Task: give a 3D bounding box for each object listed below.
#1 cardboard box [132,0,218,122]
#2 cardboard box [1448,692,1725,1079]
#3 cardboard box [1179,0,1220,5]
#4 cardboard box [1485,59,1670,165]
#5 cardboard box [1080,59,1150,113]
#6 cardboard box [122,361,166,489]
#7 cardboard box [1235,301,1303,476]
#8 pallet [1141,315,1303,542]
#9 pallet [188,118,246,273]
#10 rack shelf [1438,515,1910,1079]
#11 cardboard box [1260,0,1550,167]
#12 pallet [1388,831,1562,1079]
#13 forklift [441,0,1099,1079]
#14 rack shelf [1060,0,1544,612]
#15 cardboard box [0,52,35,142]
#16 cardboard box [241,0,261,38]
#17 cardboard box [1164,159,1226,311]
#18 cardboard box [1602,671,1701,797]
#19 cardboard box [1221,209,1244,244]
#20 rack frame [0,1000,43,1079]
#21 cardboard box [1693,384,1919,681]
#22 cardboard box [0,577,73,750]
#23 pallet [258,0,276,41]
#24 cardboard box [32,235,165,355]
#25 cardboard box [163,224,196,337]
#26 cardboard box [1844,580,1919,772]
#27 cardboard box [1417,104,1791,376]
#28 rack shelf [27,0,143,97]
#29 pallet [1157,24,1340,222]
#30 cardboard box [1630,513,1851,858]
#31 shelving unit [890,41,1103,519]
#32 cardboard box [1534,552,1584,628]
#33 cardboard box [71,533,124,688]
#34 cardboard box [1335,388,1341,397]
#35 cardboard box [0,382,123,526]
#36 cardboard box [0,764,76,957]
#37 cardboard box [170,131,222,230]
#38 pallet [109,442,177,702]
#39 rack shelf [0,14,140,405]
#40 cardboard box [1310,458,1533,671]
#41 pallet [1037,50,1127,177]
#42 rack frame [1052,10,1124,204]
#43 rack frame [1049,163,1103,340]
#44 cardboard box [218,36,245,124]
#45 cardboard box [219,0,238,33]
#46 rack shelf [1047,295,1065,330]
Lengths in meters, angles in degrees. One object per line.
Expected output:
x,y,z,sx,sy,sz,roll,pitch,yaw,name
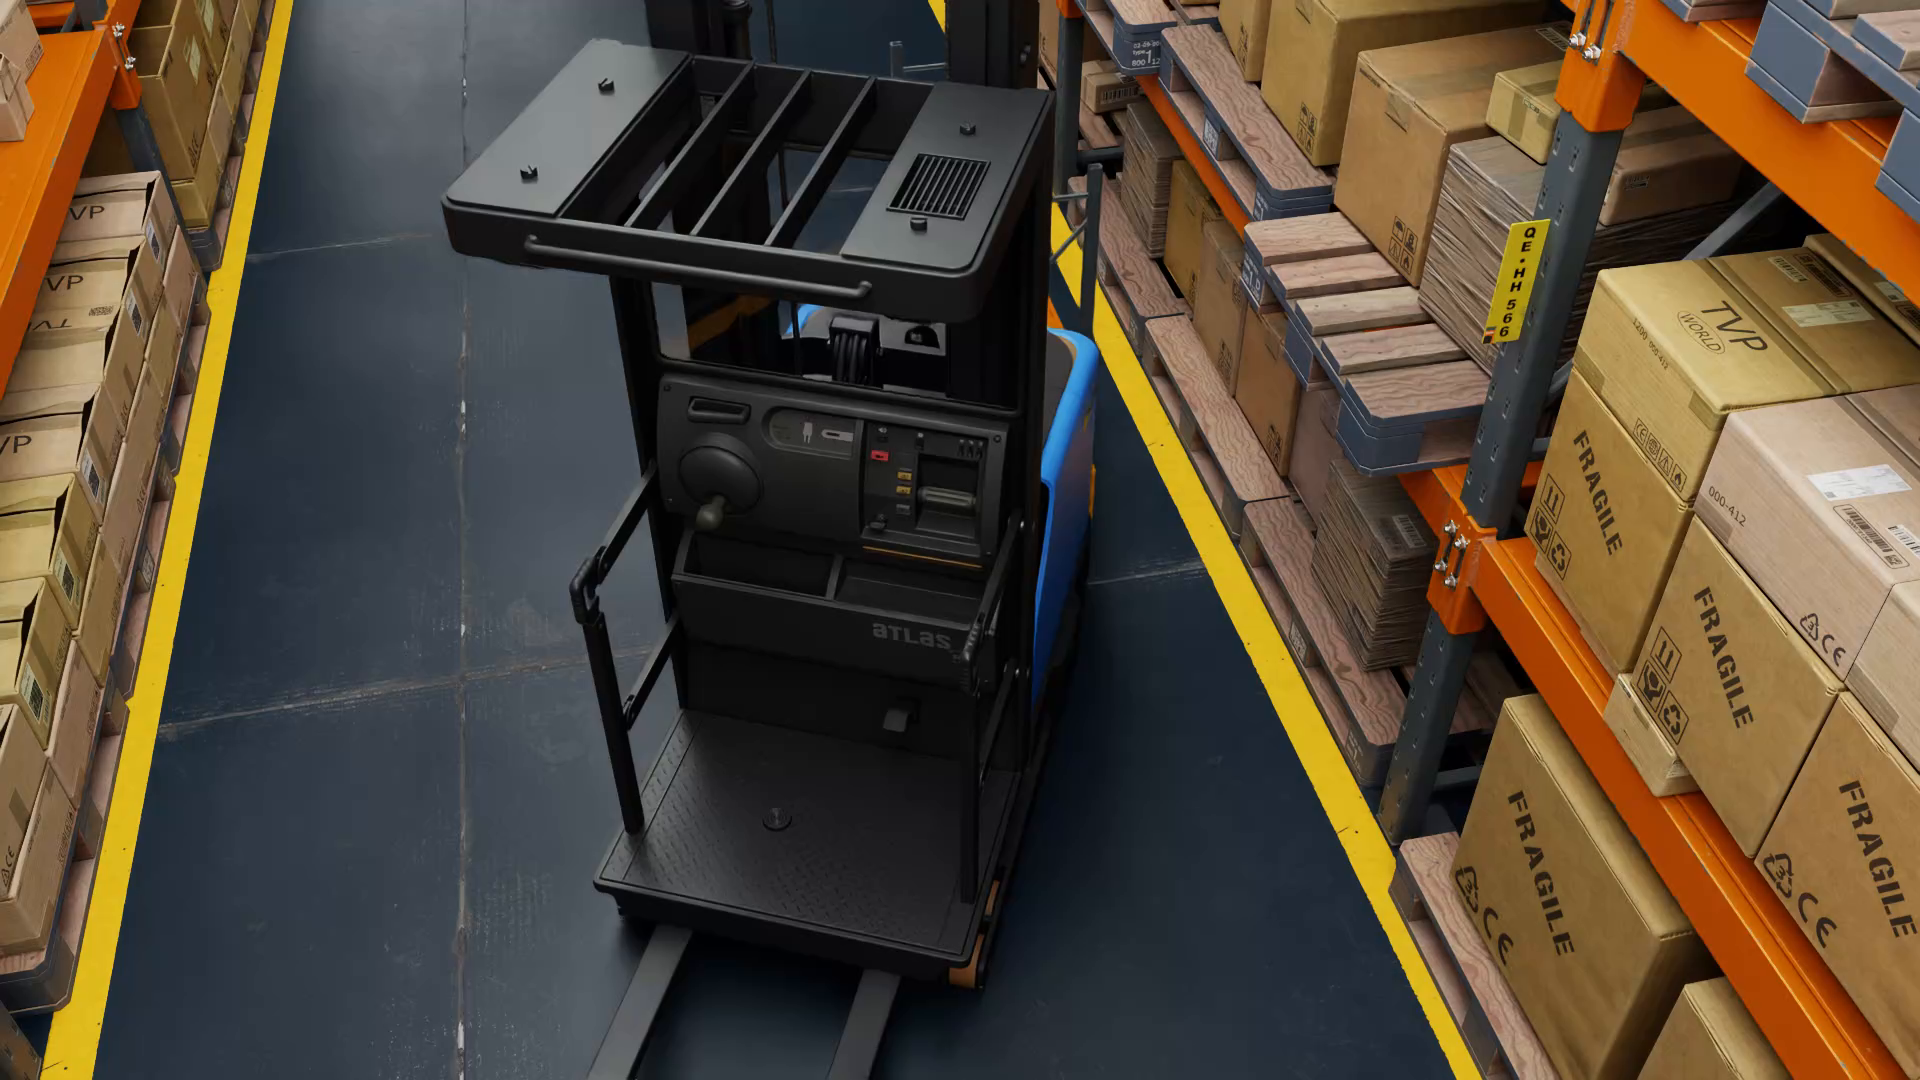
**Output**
-3.794,-2.233,7.696,0.500,0.500,0.500,-8,42,-9,cardboard box
1.846,0.868,4.316,0.750,0.750,0.750,-9,42,-10,cardboard box
1.142,-2.371,6.255,0.700,0.500,0.500,-4,42,-5,cardboard box
1.628,-1.145,4.385,0.380,0.149,0.250,-15,44,-16,cardboard box
0.807,-2.315,8.401,0.380,0.166,0.250,-14,43,-15,cardboard box
-3.293,-0.397,6.192,0.500,0.250,0.500,-7,42,-8,cardboard box
1.477,-0.632,6.254,0.700,0.500,0.500,-9,42,-10,cardboard box
1.388,-0.528,6.685,1.003,0.211,1.213,-8,42,-9,pallet
-4.015,-1.634,7.931,1.003,0.211,1.213,-8,42,-9,pallet
2.247,1.291,3.078,1.077,0.370,4.000,-8,42,-9,rack shelf
1.414,-1.584,5.368,0.700,0.500,0.500,-8,42,-9,cardboard box
1.912,1.290,4.637,1.003,0.211,1.213,-8,42,-9,pallet
-0.390,-0.094,4.148,1.130,2.935,3.031,9,42,10,forklift
1.384,-1.302,5.999,1.077,0.370,4.000,-8,42,-9,rack shelf
-3.515,-1.561,5.850,0.396,0.266,0.258,-9,42,-10,cardboard box
-4.114,-2.925,9.041,0.500,0.250,0.500,-8,42,-9,cardboard box
1.288,-1.295,7.000,0.700,0.500,0.500,-9,42,-10,cardboard box
1.681,0.408,3.705,0.380,0.149,0.250,-7,42,-8,cardboard box
1.341,-1.281,6.420,0.500,0.250,0.500,-9,42,-11,cardboard box
-3.021,0.438,3.497,1.000,3.000,0.127,-8,42,-9,rack frame
1.778,-0.032,3.147,0.500,0.250,0.500,-9,42,-10,cardboard box
-2.969,0.378,4.897,0.500,0.311,0.500,-9,42,-10,cardboard box
-4.542,-3.215,9.713,1.003,0.211,1.213,-8,42,-9,pallet
-3.398,-0.936,6.377,0.500,0.311,0.500,-7,42,-8,cardboard box
-3.512,-1.057,6.936,0.500,0.250,0.500,-9,42,-10,cardboard box
1.890,0.292,2.782,0.500,0.250,0.500,-8,42,-9,cardboard box
1.704,-0.780,4.462,0.700,0.500,0.500,-13,43,-14,cardboard box
-4.316,-3.182,8.118,1.077,0.370,4.000,-8,42,-9,rack shelf
1.348,-1.480,5.802,1.003,0.211,1.213,-8,42,-9,pallet
1.774,0.262,3.381,0.500,0.500,0.500,-7,42,-8,cardboard box
0.104,-0.932,6.170,0.587,1.500,1.083,-8,42,-9,shelving unit
1.660,0.059,4.099,0.380,0.149,0.250,-9,42,-10,cardboard box
-3.074,0.266,5.446,0.500,0.250,0.500,-9,42,-10,cardboard box
1.547,-0.622,5.678,0.500,0.250,0.500,-8,42,-8,cardboard box
-3.188,-0.286,5.645,0.500,0.311,0.500,-9,42,-10,cardboard box
-2.847,0.927,4.701,0.500,0.250,0.500,-8,42,-9,cardboard box
-3.688,-1.628,7.579,0.500,0.250,0.500,-8,42,-9,cardboard box
-3.420,0.152,5.920,1.003,0.211,1.213,-8,42,-9,pallet
-3.452,-0.590,5.197,1.077,0.370,4.000,-8,42,-9,rack shelf
1.609,0.037,5.501,0.700,0.500,0.500,-8,42,-9,cardboard box
0.773,-2.255,8.631,1.003,0.211,1.213,-8,42,-9,pallet
0.952,-2.867,7.221,1.000,3.000,0.127,-8,42,-9,rack frame
0.213,-0.609,5.806,0.500,1.500,0.032,-8,42,-9,rack frame
-3.894,-2.278,8.311,0.500,0.250,0.500,-8,42,-9,cardboard box
-4.004,-2.882,8.427,0.500,0.500,0.500,-8,42,-9,cardboard box
0.102,-0.803,6.296,0.538,0.185,1.000,-8,42,-9,rack shelf
